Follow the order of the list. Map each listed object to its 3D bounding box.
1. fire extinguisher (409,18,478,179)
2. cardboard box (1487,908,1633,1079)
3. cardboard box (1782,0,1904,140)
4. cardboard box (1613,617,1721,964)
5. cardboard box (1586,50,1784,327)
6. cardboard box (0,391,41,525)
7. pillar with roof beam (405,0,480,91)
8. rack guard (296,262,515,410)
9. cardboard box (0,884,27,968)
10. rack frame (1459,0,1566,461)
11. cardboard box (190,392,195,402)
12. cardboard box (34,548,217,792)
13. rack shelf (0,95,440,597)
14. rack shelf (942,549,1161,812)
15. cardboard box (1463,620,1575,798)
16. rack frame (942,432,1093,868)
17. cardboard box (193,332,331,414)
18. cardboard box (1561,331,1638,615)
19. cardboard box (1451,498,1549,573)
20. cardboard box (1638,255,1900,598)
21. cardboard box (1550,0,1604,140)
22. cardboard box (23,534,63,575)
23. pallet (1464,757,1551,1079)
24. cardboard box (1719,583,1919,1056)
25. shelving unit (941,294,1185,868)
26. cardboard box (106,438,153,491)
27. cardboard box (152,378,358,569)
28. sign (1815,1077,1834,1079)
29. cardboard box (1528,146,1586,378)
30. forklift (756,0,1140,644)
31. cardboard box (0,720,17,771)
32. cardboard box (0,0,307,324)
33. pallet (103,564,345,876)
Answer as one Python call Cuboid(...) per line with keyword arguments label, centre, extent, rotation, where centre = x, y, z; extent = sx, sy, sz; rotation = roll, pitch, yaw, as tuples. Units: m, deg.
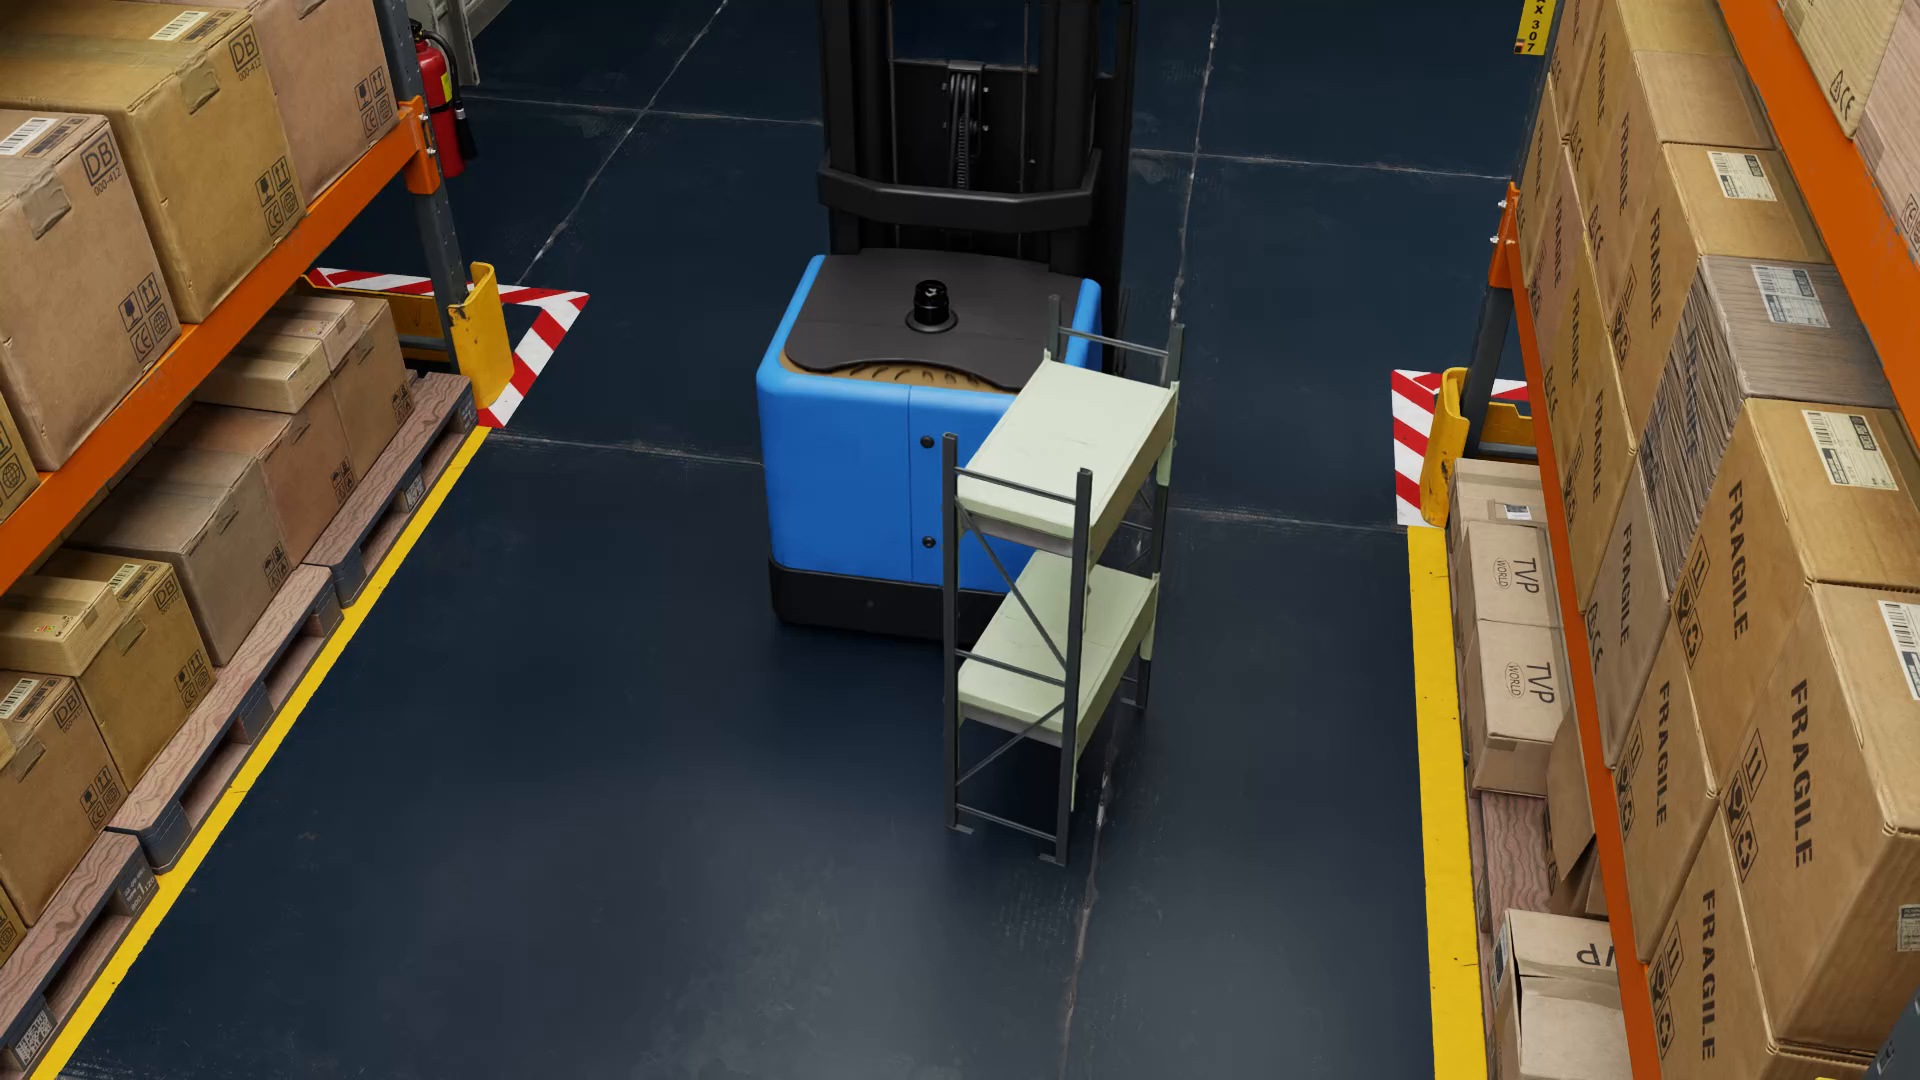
Cuboid(label="fire extinguisher", centre=(-2.025, -1.716, 6.325), extent=(0.296, 0.674, 0.183), rotation=(6, 40, 8))
Cuboid(label="cardboard box", centre=(1.631, 1.216, 4.190), extent=(0.500, 0.311, 0.500), rotation=(6, 40, 8))
Cuboid(label="cardboard box", centre=(1.679, -0.851, 2.689), extent=(0.500, 0.250, 0.500), rotation=(6, 40, 8))
Cuboid(label="cardboard box", centre=(1.604, 0.504, 3.207), extent=(0.500, 0.500, 0.500), rotation=(7, 40, 9))
Cuboid(label="cardboard box", centre=(1.863, -0.834, 4.041), extent=(0.500, 0.500, 0.500), rotation=(7, 40, 8))
Cuboid(label="cardboard box", centre=(-2.956, -0.247, 3.959), extent=(0.980, 0.700, 0.700), rotation=(5, 40, 7))
Cuboid(label="pillar with roof beam", centre=(1.350, -5.473, 5.807), extent=(9.100, 9.000, 0.400), rotation=(6, 40, 8))
Cuboid(label="rack guard", centre=(-2.501, -0.897, 6.943), extent=(1.175, 0.500, 0.348), rotation=(6, 40, 8))
Cuboid(label="cardboard box", centre=(-2.967, 1.008, 4.309), extent=(0.700, 0.500, 0.500), rotation=(7, 40, 8))
Cuboid(label="rack frame", centre=(2.374, -1.302, 5.470), extent=(1.000, 3.000, 0.127), rotation=(6, 40, 8))
Cuboid(label="cardboard box", centre=(-2.790, -0.626, 5.776), extent=(0.380, 0.149, 0.250), rotation=(6, 40, 8))
Cuboid(label="cardboard box", centre=(-2.786, 0.372, 5.079), extent=(0.700, 0.500, 0.500), rotation=(7, 40, 9))
Cuboid(label="rack shelf", centre=(-2.852, -0.313, 4.839), extent=(1.077, 0.370, 4.000), rotation=(6, 40, 8))
Cuboid(label="rack shelf", centre=(0.290, 0.399, 5.102), extent=(0.431, 0.370, 0.720), rotation=(16, 42, 18))
Cuboid(label="cardboard box", centre=(1.828, 0.526, 5.072), extent=(0.500, 0.250, 0.500), rotation=(6, 40, 8))
Cuboid(label="rack frame", centre=(0.141, 0.360, 4.637), extent=(0.400, 1.500, 0.023), rotation=(16, 42, 18))
Cuboid(label="cardboard box", centre=(-2.414, -0.582, 5.724), extent=(0.380, 0.149, 0.250), rotation=(7, 40, 9))
Cuboid(label="cardboard box", centre=(1.776, -0.138, 3.985), extent=(0.500, 0.500, 0.500), rotation=(7, 40, 8))
Cuboid(label="cardboard box", centre=(1.920, 0.003, 5.771), extent=(0.380, 0.166, 0.250), rotation=(6, 40, 8))
Cuboid(label="cardboard box", centre=(1.688, -0.199, 3.274), extent=(0.500, 0.500, 0.500), rotation=(7, 40, 8))
Cuboid(label="cardboard box", centre=(2.038, -1.476, 4.818), extent=(0.500, 0.500, 0.500), rotation=(8, 40, 9))
Cuboid(label="cardboard box", centre=(-2.965, 0.011, 5.006), extent=(0.380, 0.149, 0.250), rotation=(6, 40, 7))
Cuboid(label="pallet", centre=(2.011, 1.085, 4.773), extent=(1.003, 0.211, 1.213), rotation=(6, 40, 8))
Cuboid(label="cardboard box", centre=(1.514, 0.439, 2.502), extent=(0.500, 0.500, 0.500), rotation=(7, 40, 8))
Cuboid(label="shelving unit", centre=(0.290, 0.147, 4.895), extent=(0.431, 1.500, 0.755), rotation=(16, 42, 18))
Cuboid(label="cardboard box", centre=(-2.877, -0.309, 5.393), extent=(0.380, 0.149, 0.250), rotation=(7, 40, 8))
Cuboid(label="cardboard box", centre=(-2.615, -0.280, 5.866), extent=(0.700, 0.500, 0.500), rotation=(6, 40, 8))
Cuboid(label="sign", centre=(1.146, 0.820, 2.225), extent=(0.100, 0.325, 0.005), rotation=(6, 40, 8))
Cuboid(label="cardboard box", centre=(1.954, -0.766, 4.744), extent=(0.500, 0.500, 0.500), rotation=(6, 40, 7))
Cuboid(label="forklift", centre=(0.101, -1.689, 5.993), extent=(1.130, 2.935, 3.031), rotation=(6, 40, 8))
Cuboid(label="cardboard box", centre=(-2.728, 0.564, 4.337), extent=(0.380, 0.149, 0.250), rotation=(8, 40, 9))
Cuboid(label="cardboard box", centre=(-2.699, -1.182, 5.090), extent=(0.980, 0.700, 0.700), rotation=(6, 40, 7))
Cuboid(label="pallet", centre=(-2.780, 0.503, 5.476), extent=(1.003, 0.211, 1.213), rotation=(6, 40, 8))
